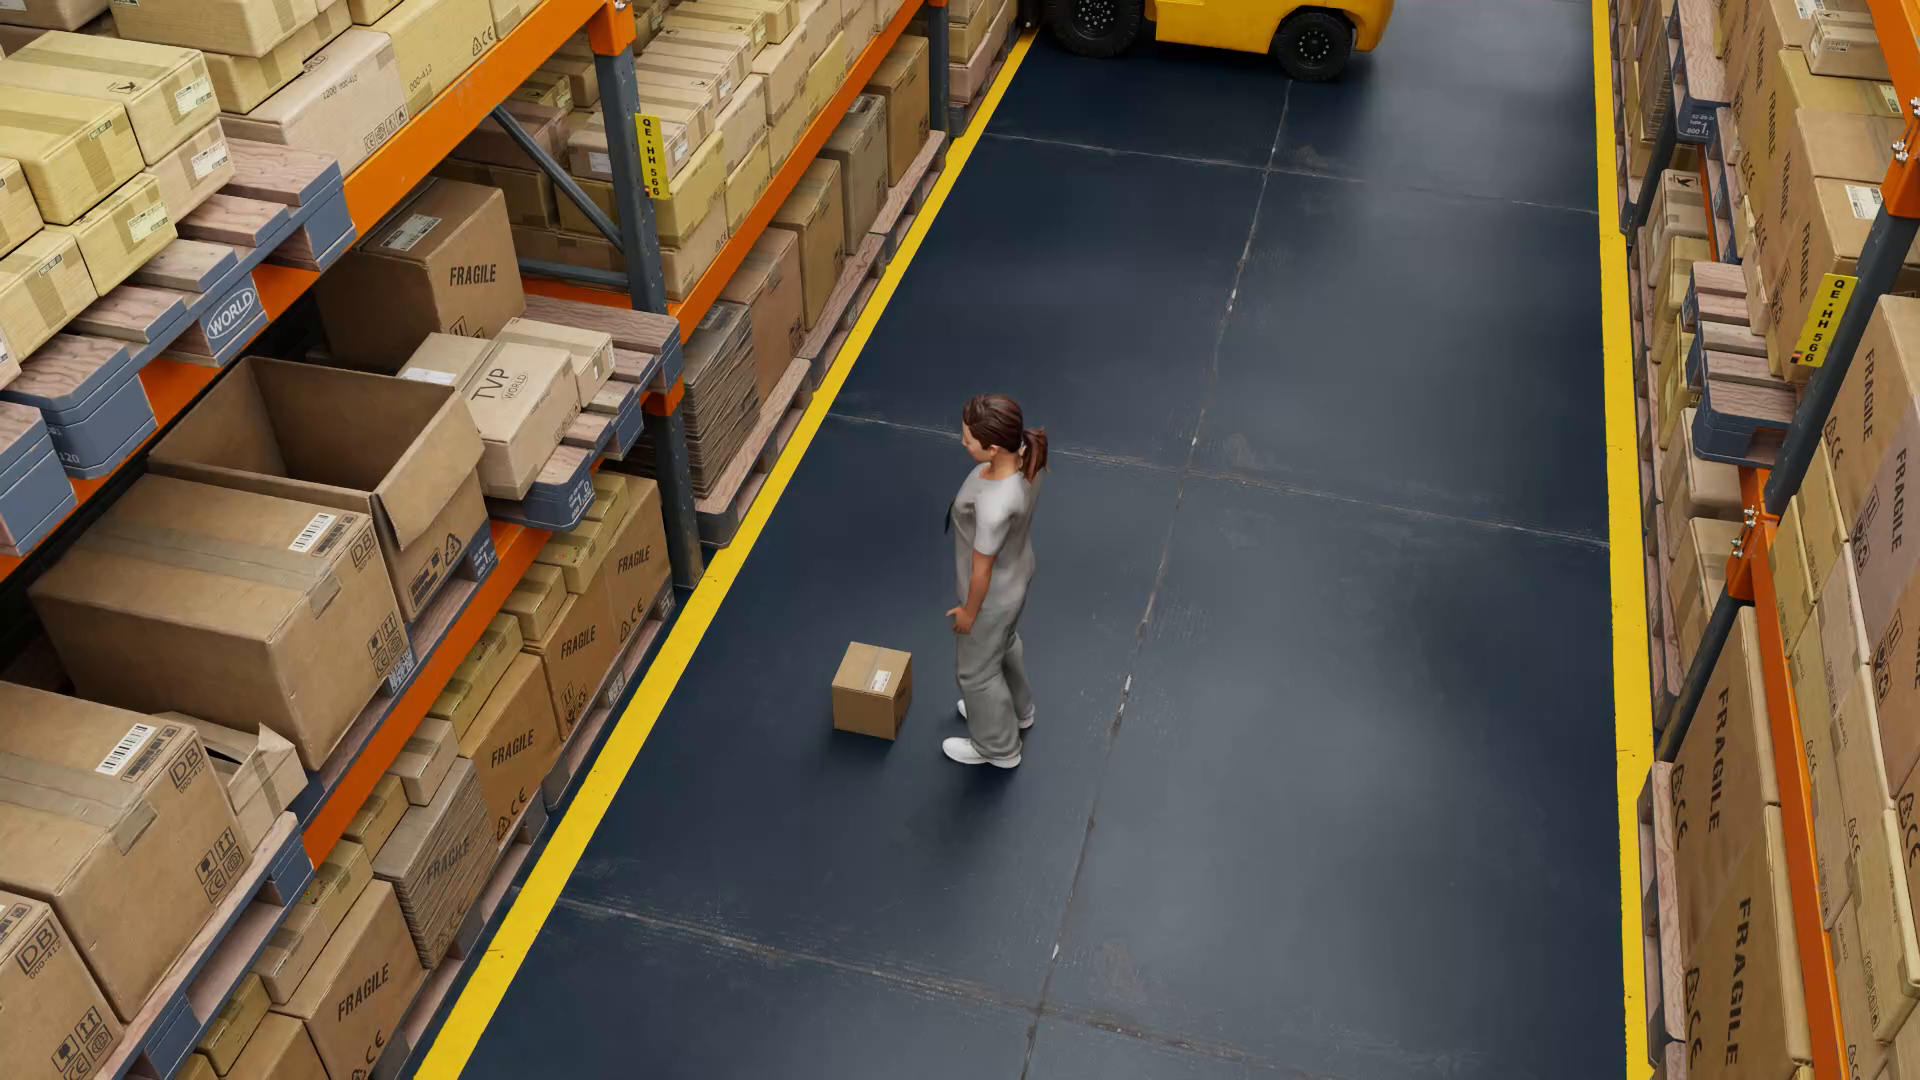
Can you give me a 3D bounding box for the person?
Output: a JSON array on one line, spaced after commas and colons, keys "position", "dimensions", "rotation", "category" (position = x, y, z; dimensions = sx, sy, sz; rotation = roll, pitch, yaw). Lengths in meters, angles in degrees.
[{"position": [0.125, 0.164, 5.977], "dimensions": [0.348, 1.672, 0.441], "rotation": [11, 42, 12], "category": "person"}]
